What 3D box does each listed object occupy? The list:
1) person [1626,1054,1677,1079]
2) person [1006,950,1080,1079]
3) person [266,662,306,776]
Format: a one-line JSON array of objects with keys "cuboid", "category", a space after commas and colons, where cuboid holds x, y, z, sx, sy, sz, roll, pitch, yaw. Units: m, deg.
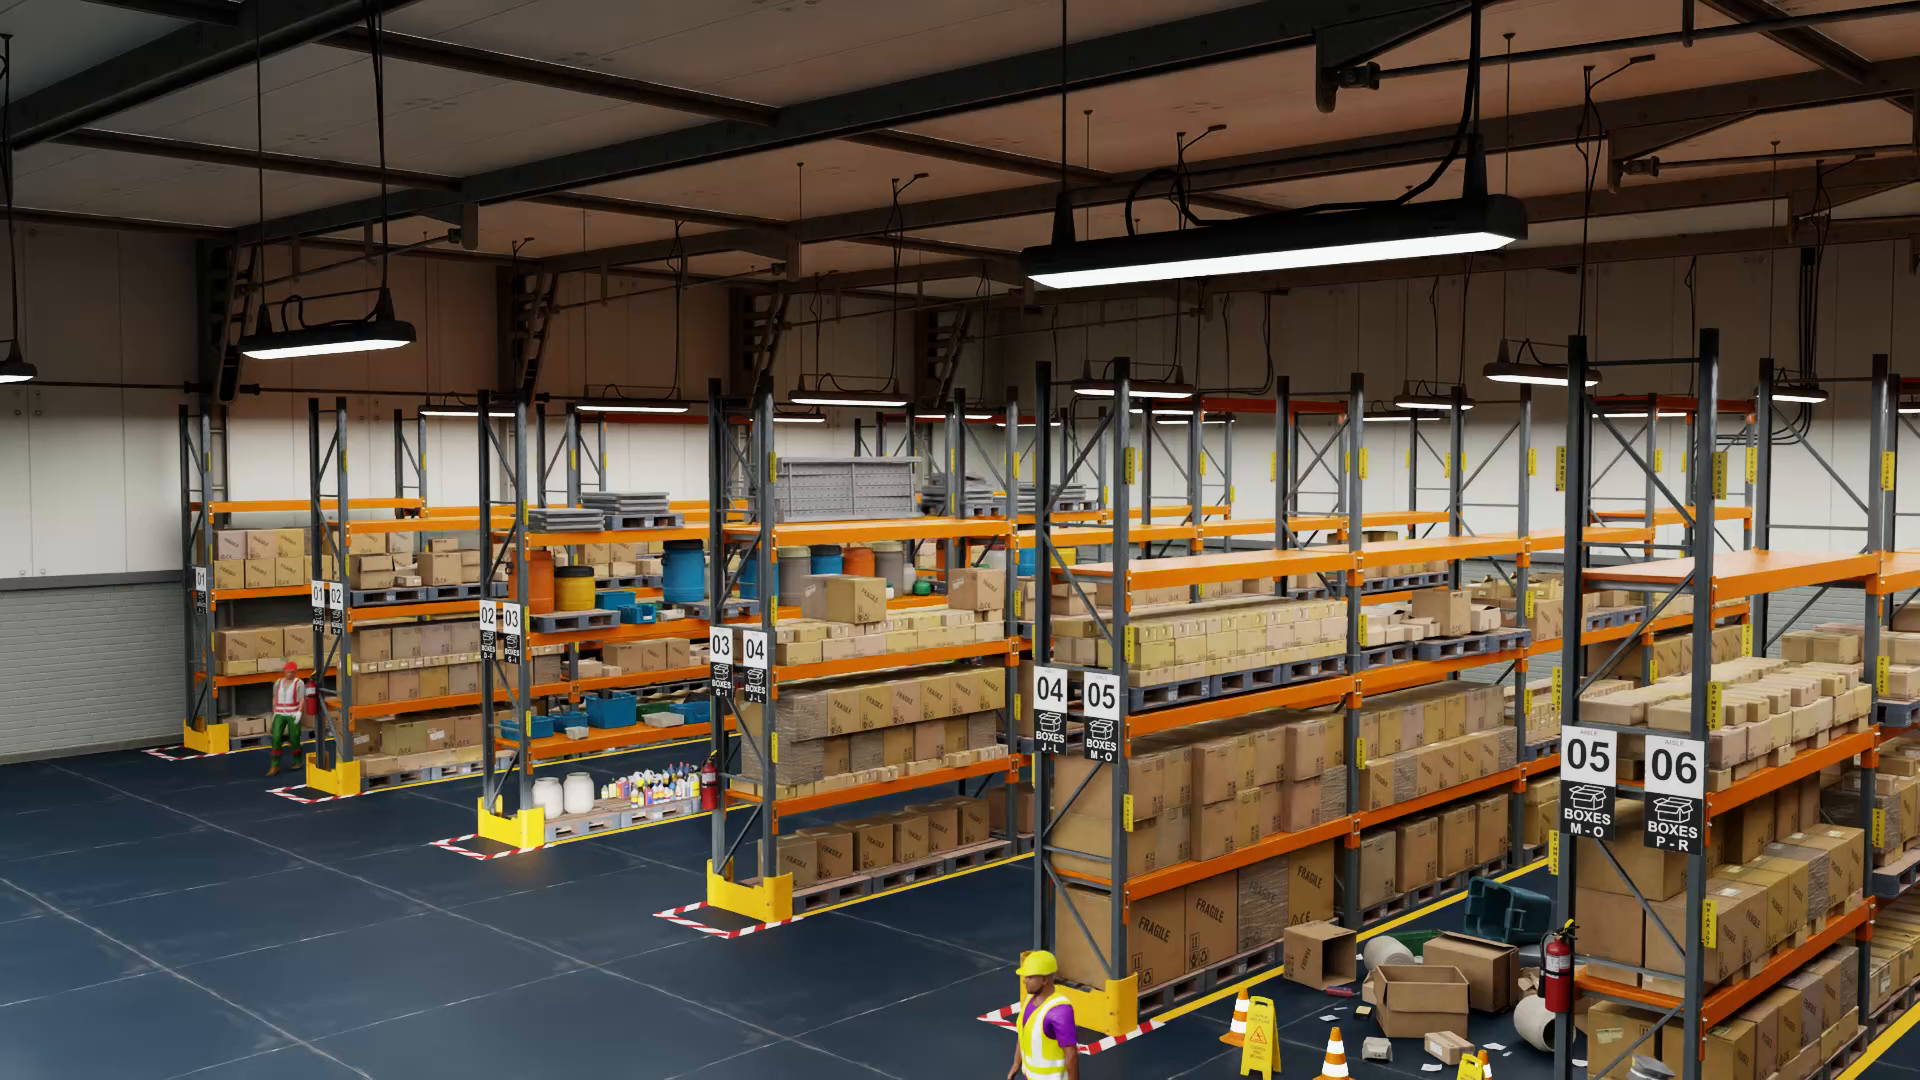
[{"cuboid": [3.918, 3.816, 9.704, 0.954, 1.630, 0.536, -1, 3, -13], "category": "person"}, {"cuboid": [0.504, 3.670, 11.358, 0.891, 1.725, 0.607, -1, 3, -17], "category": "person"}, {"cuboid": [-10.890, 2.874, 26.857, 0.559, 1.790, 0.795, 0, 3, -4], "category": "person"}]
